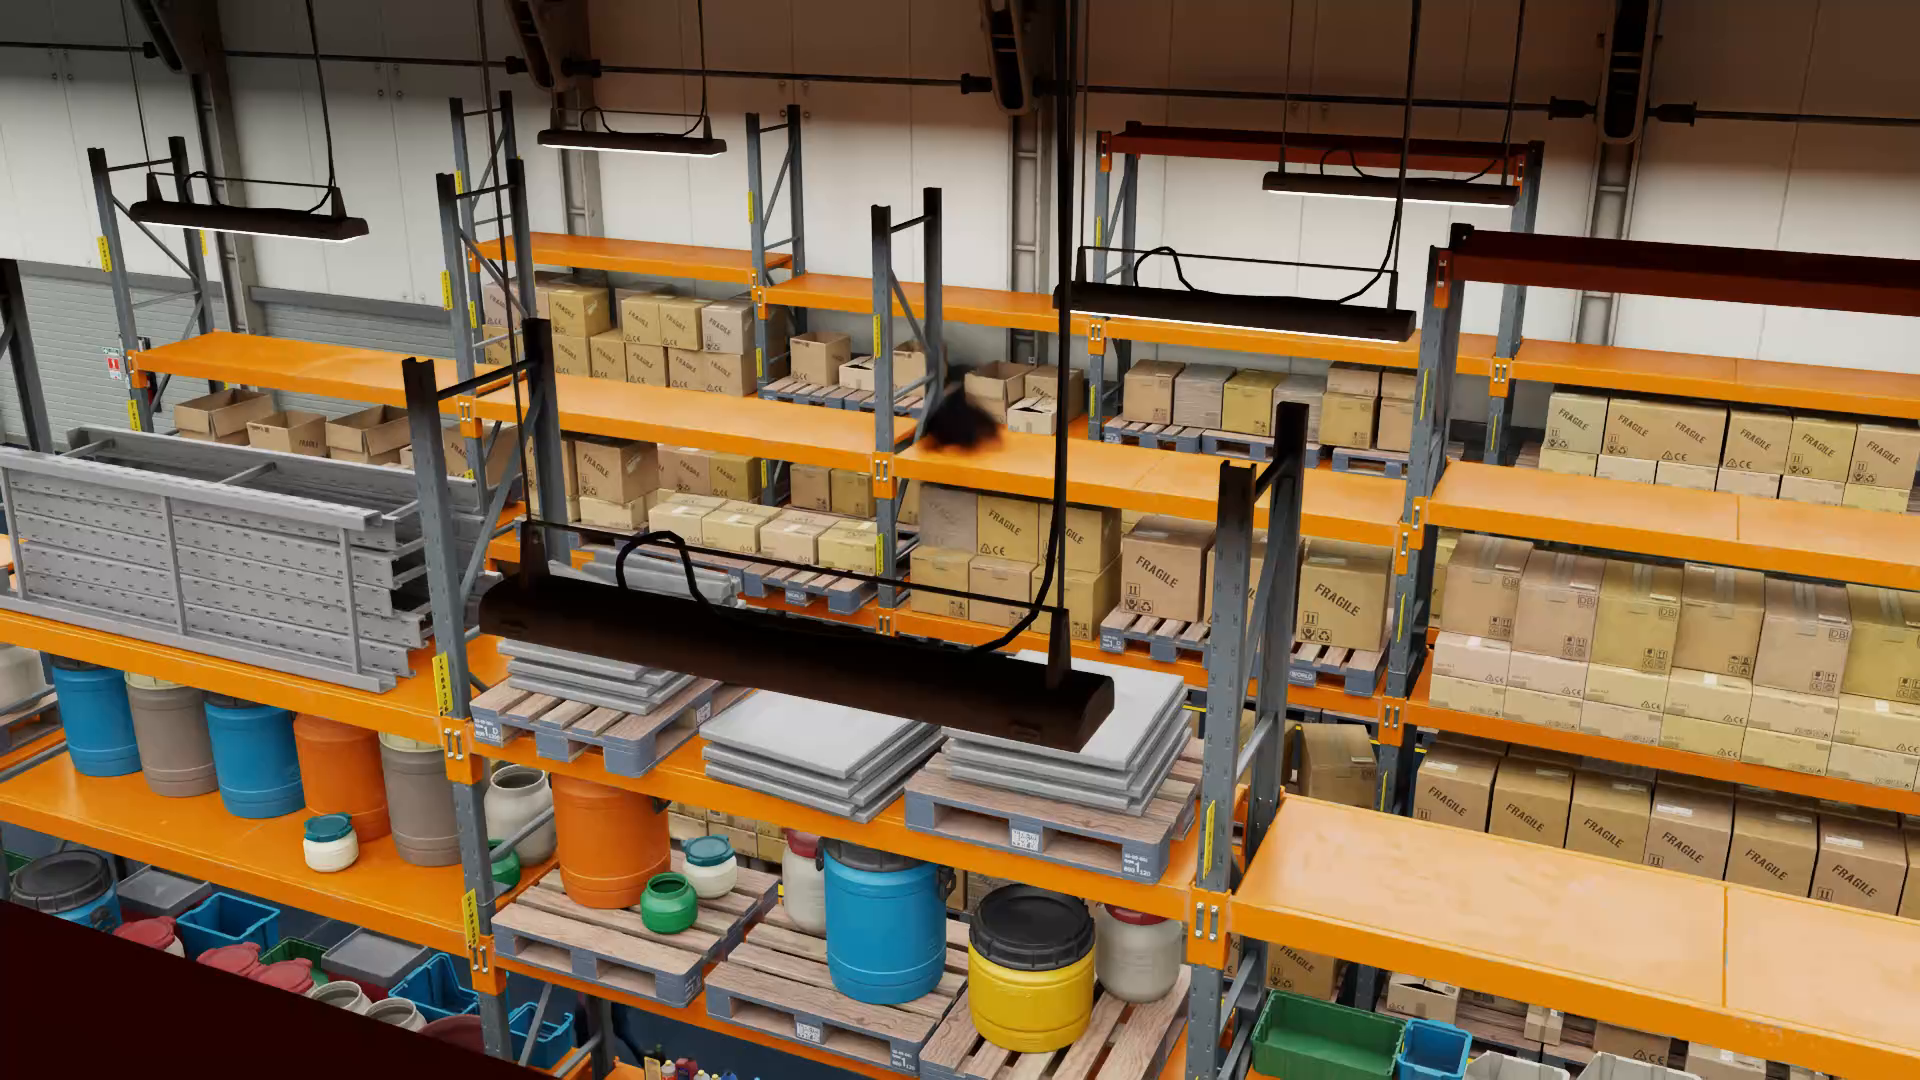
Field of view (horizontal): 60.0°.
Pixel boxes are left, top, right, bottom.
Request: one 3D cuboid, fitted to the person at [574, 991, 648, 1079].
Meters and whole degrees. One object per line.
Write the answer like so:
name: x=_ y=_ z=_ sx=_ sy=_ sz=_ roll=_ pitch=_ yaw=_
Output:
person: x=-2.501 y=3.239 z=11.753 sx=0.861 sy=1.581 sz=0.531 roll=10 pitch=23 yaw=25
